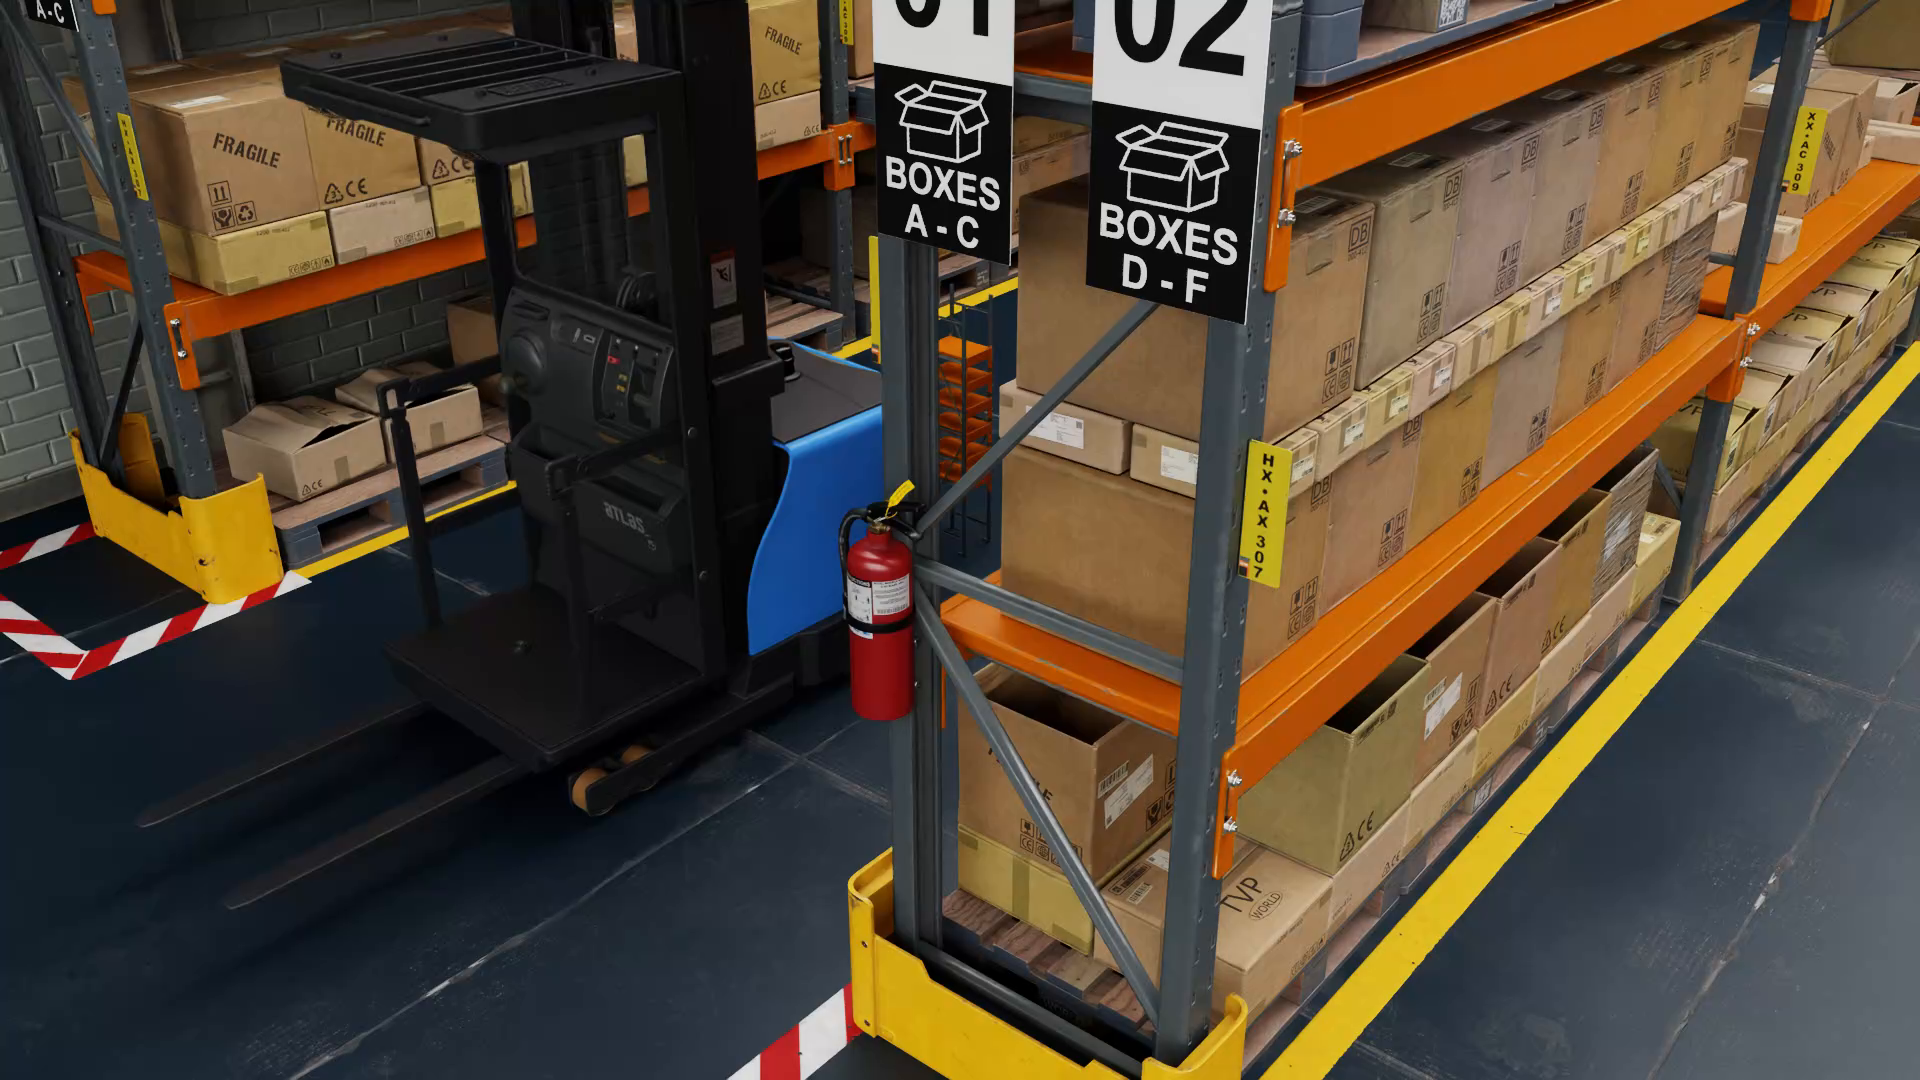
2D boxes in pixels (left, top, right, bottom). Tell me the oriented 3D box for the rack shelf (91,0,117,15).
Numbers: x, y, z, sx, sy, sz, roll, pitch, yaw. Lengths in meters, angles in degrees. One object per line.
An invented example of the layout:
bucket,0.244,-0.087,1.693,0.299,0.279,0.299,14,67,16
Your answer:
rack shelf,-2.325,-2.967,7.738,1.077,0.370,4.000,21,34,34

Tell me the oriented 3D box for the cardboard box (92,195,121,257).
cardboard box,-3.449,-1.409,7.351,0.500,0.250,0.500,21,34,35

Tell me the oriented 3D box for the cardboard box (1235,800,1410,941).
cardboard box,1.056,0.933,5.218,0.500,0.250,0.500,21,34,34

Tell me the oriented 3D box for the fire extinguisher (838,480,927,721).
fire extinguisher,-0.206,0.142,4.295,0.296,0.674,0.183,21,34,34

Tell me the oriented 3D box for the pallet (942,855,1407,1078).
pallet,0.682,1.157,5.284,1.003,0.211,1.213,21,34,34

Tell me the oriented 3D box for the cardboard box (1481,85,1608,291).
cardboard box,1.537,-1.144,5.176,0.700,0.500,0.500,21,34,34

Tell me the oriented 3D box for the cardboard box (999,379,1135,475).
cardboard box,0.324,-0.322,4.293,0.380,0.149,0.250,20,33,34

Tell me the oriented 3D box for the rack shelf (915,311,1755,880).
rack shelf,1.500,-0.188,5.632,1.077,0.370,4.000,21,34,34

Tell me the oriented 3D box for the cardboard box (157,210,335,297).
cardboard box,-3.041,-1.267,7.077,0.500,0.250,0.500,20,33,33

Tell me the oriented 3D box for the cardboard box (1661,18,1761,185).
cardboard box,2.495,-1.678,6.208,0.700,0.500,0.500,21,34,35

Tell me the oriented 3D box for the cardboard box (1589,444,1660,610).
cardboard box,2.319,-0.113,6.423,0.500,0.500,0.500,21,34,34

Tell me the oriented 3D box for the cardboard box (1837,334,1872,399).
cardboard box,4.523,-0.981,8.917,0.500,0.250,0.500,22,34,36

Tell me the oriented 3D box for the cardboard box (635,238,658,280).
cardboard box,-1.682,-1.369,9.372,0.500,0.500,0.500,18,32,31

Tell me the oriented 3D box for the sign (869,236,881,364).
sign,-0.182,-0.581,4.091,0.100,0.325,0.005,21,34,34

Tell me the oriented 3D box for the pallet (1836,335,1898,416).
pallet,4.763,-1.116,9.677,1.003,0.211,1.213,21,34,34

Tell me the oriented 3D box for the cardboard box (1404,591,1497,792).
cardboard box,1.365,0.419,5.394,0.500,0.500,0.500,21,34,34

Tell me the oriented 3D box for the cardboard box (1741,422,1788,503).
cardboard box,3.546,-0.433,7.858,0.500,0.250,0.500,22,34,36

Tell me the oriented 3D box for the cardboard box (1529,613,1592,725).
cardboard box,2.014,0.402,6.243,0.500,0.250,0.500,21,34,34

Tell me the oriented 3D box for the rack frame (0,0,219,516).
rack frame,-3.597,-1.245,6.892,1.000,3.000,0.127,21,34,34

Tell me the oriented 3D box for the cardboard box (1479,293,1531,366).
cardboard box,1.461,-0.664,4.955,0.380,0.149,0.250,20,34,34

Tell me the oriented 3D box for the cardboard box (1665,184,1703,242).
cardboard box,2.441,-1.209,6.008,0.380,0.149,0.250,20,33,33

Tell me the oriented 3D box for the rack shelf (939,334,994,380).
rack shelf,-0.009,-0.808,7.319,0.258,0.103,0.180,21,34,34

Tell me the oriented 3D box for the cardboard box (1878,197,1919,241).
cardboard box,5.827,-1.798,10.202,0.500,0.500,0.500,22,35,36

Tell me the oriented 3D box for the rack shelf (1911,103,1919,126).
rack shelf,6.589,-3.024,11.115,1.077,0.370,4.000,21,34,34

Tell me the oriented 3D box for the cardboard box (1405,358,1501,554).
cardboard box,1.185,-0.367,5.085,0.700,0.500,0.500,21,34,35

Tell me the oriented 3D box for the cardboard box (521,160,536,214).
cardboard box,-2.070,-1.813,8.132,0.500,0.250,0.500,21,34,35

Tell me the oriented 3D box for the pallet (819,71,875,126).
pallet,-0.454,-2.806,10.119,1.003,0.211,1.213,21,34,34

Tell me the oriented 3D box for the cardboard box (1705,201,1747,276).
cardboard box,3.052,-1.337,7.234,0.500,0.250,0.500,23,35,37

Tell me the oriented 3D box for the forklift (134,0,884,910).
forklift,-1.462,-0.593,5.707,1.130,2.935,3.031,23,35,37

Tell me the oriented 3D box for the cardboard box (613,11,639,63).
cardboard box,-1.756,-2.326,8.308,0.500,0.500,0.500,20,33,33

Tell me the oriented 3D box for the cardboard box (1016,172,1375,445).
cardboard box,0.568,-0.600,4.124,0.700,0.500,0.500,21,34,35

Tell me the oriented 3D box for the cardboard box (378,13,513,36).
cardboard box,-2.487,-2.288,8.234,0.500,0.500,0.500,21,34,35

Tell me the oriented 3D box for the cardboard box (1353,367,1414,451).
cardboard box,0.969,-0.390,4.424,0.380,0.149,0.250,21,34,35

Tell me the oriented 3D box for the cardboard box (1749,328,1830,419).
cardboard box,3.878,-0.864,8.082,0.500,0.311,0.500,19,33,33

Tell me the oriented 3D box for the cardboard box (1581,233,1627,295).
cardboard box,1.956,-0.940,5.488,0.380,0.149,0.250,22,34,36

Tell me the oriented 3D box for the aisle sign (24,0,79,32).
aisle sign,-3.411,-2.286,6.076,0.394,0.787,0.004,21,34,34

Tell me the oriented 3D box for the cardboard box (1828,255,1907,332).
cardboard box,4.848,-1.405,9.127,0.500,0.311,0.500,20,34,34

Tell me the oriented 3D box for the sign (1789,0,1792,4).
sign,4.892,-3.269,9.631,0.100,0.325,0.005,21,34,34

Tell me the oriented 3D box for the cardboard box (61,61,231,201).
cardboard box,-3.461,-1.749,7.192,0.500,0.500,0.500,20,34,34

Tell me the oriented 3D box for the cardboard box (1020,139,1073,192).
cardboard box,0.362,-2.563,11.681,0.700,0.500,0.500,21,34,34

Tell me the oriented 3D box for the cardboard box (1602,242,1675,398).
cardboard box,2.164,-0.913,6.141,0.700,0.500,0.500,20,34,34

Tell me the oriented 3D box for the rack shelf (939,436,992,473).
rack shelf,-0.009,-0.382,7.540,0.258,0.103,0.180,21,34,34

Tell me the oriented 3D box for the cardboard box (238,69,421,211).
cardboard box,-2.739,-1.774,7.240,0.500,0.500,0.500,21,34,35

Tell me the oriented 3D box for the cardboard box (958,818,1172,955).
cardboard box,0.341,0.960,5.165,0.500,0.250,0.500,21,34,34

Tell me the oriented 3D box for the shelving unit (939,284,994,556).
shelving unit,-0.009,-0.528,7.464,0.258,1.200,0.189,21,34,34

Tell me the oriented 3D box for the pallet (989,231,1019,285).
pallet,0.217,-2.135,11.648,1.003,0.211,1.213,21,34,34

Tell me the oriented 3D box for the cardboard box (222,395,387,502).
cardboard box,-3.087,-0.465,7.832,0.500,0.311,0.500,17,32,29

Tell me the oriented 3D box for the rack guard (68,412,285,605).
rack guard,-3.549,-0.162,7.518,1.175,0.500,0.348,21,34,34

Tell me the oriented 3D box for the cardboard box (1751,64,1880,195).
cardboard box,4.262,-2.079,8.396,0.500,0.500,0.500,19,33,32

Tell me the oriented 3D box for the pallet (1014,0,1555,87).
pallet,0.698,-1.335,3.897,1.003,0.211,1.213,21,34,34

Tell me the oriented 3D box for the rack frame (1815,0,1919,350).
rack frame,5.317,-2.635,9.579,1.000,3.000,0.127,21,34,34

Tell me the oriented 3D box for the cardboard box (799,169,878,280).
cardboard box,-0.597,-2.014,10.620,0.700,0.500,0.500,22,35,36
